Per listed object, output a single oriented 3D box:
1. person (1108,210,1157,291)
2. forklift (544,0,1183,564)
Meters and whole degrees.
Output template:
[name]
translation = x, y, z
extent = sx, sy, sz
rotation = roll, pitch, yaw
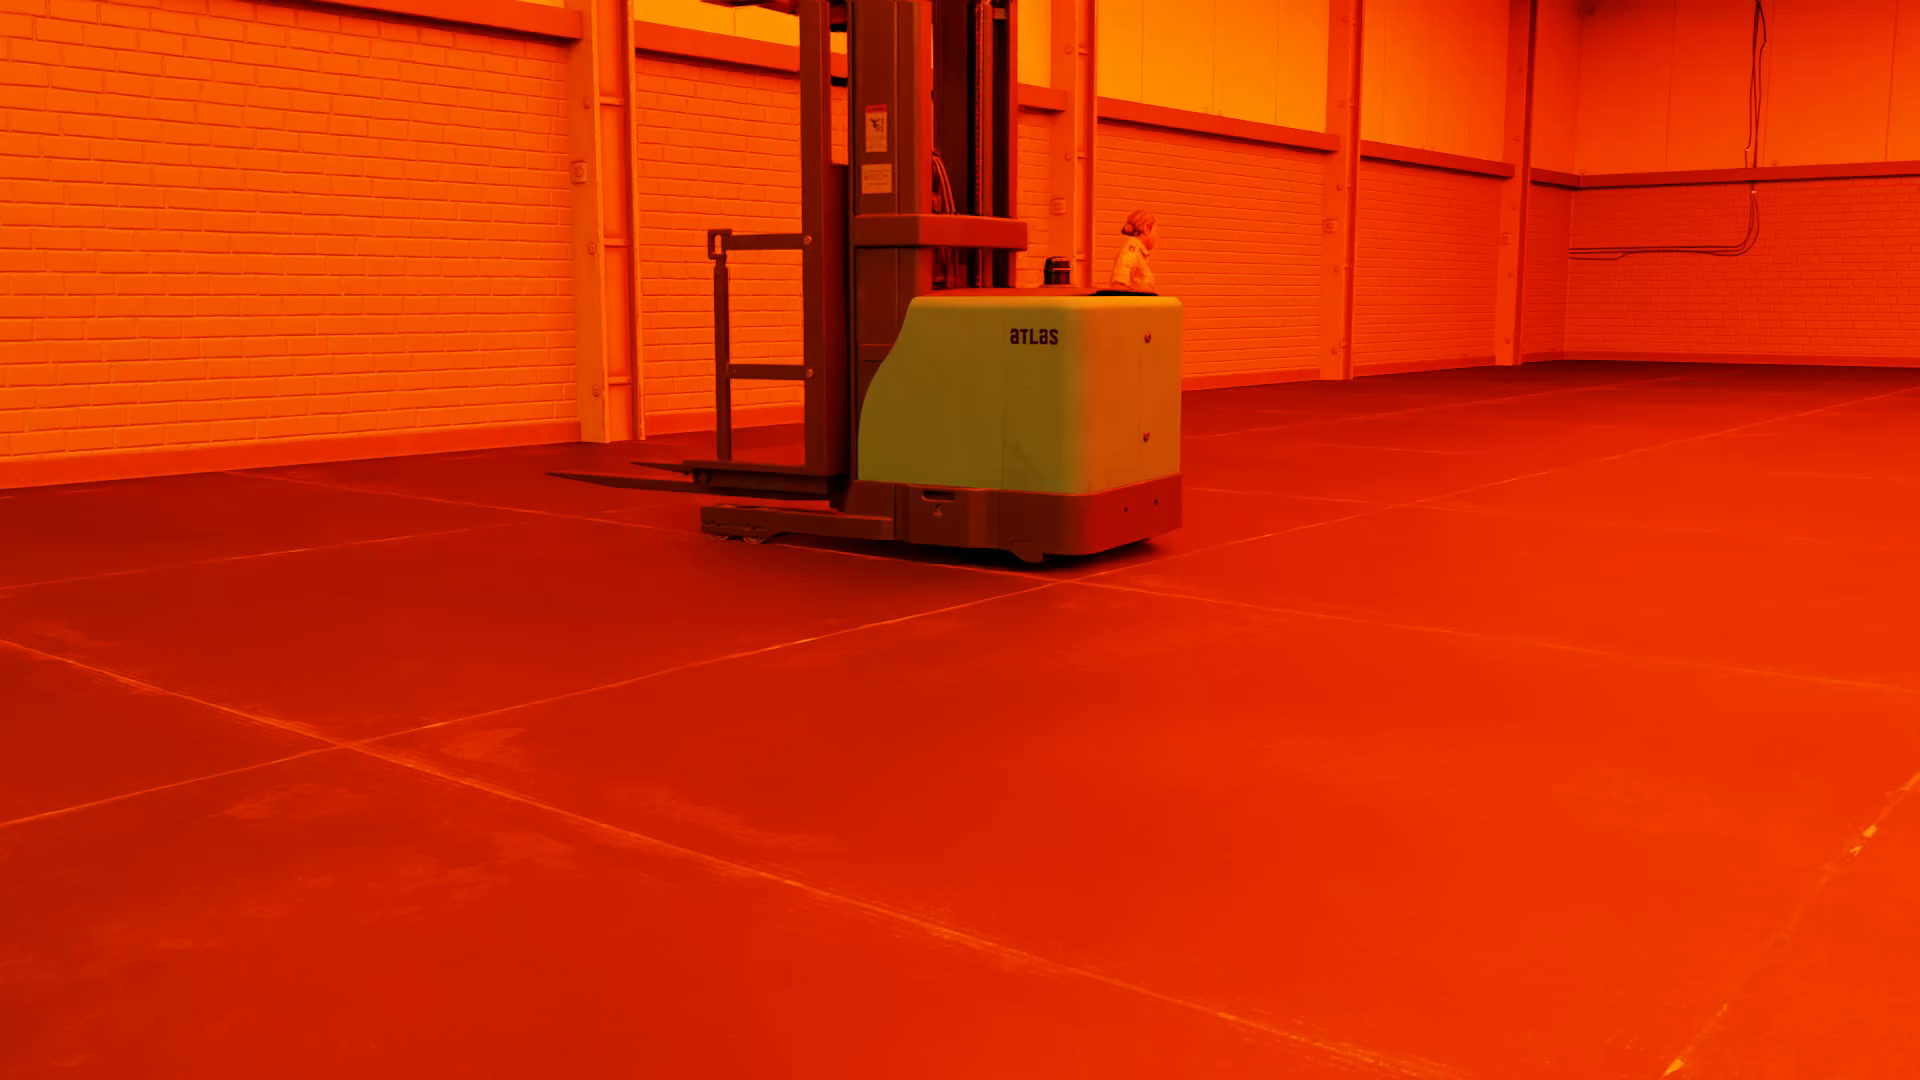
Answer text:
[person]
translation = 1.044, -1.262, 10.508
extent = 0.389, 1.621, 0.814
rotation = 0, 8, 2
[forklift]
translation = -0.559, -1.489, 7.459
extent = 3.031, 2.935, 1.130
rotation = 5, 10, 30
